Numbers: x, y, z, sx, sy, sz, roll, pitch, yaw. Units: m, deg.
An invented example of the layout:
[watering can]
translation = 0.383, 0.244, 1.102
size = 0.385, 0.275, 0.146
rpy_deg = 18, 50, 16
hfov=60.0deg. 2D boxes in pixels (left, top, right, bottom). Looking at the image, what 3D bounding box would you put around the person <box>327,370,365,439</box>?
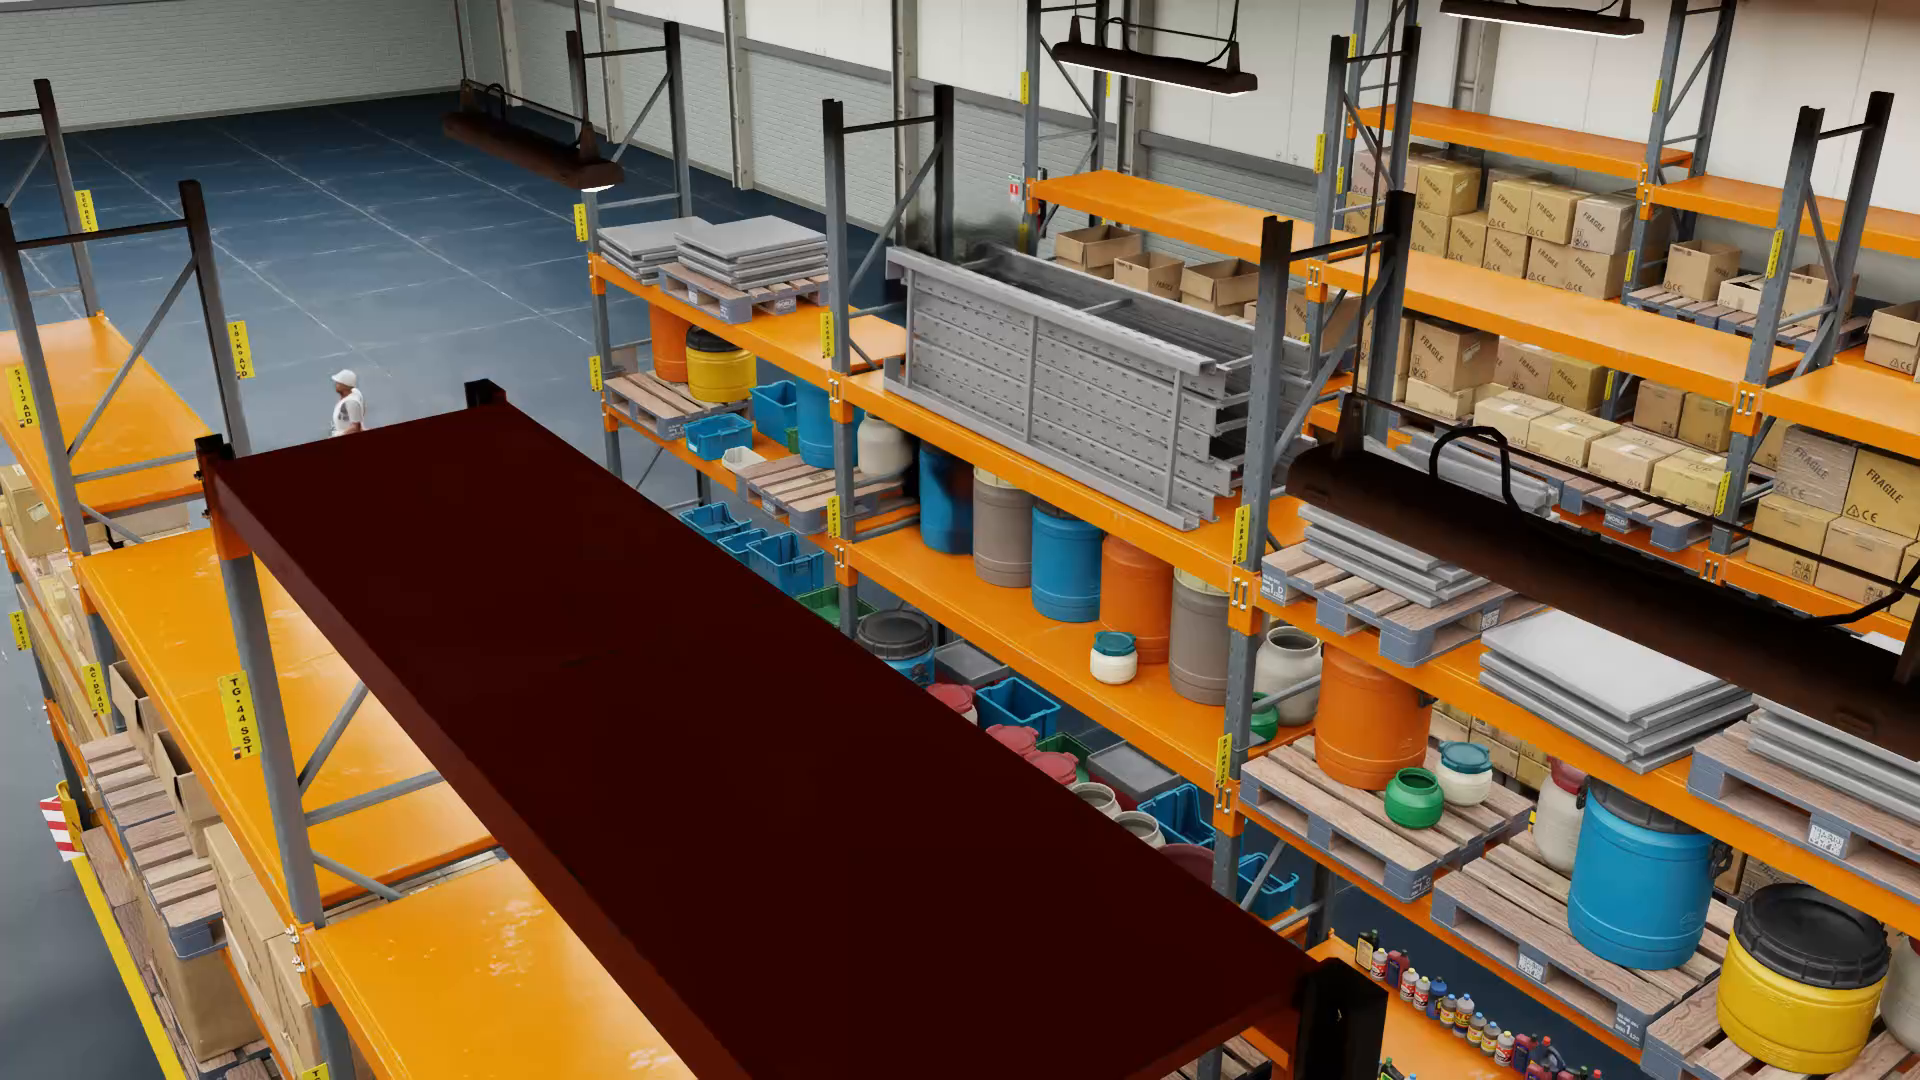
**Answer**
[person]
translation = -7.058, -1.160, 19.428
size = 0.667, 1.735, 0.685
rpy_deg = -7, 26, -14
